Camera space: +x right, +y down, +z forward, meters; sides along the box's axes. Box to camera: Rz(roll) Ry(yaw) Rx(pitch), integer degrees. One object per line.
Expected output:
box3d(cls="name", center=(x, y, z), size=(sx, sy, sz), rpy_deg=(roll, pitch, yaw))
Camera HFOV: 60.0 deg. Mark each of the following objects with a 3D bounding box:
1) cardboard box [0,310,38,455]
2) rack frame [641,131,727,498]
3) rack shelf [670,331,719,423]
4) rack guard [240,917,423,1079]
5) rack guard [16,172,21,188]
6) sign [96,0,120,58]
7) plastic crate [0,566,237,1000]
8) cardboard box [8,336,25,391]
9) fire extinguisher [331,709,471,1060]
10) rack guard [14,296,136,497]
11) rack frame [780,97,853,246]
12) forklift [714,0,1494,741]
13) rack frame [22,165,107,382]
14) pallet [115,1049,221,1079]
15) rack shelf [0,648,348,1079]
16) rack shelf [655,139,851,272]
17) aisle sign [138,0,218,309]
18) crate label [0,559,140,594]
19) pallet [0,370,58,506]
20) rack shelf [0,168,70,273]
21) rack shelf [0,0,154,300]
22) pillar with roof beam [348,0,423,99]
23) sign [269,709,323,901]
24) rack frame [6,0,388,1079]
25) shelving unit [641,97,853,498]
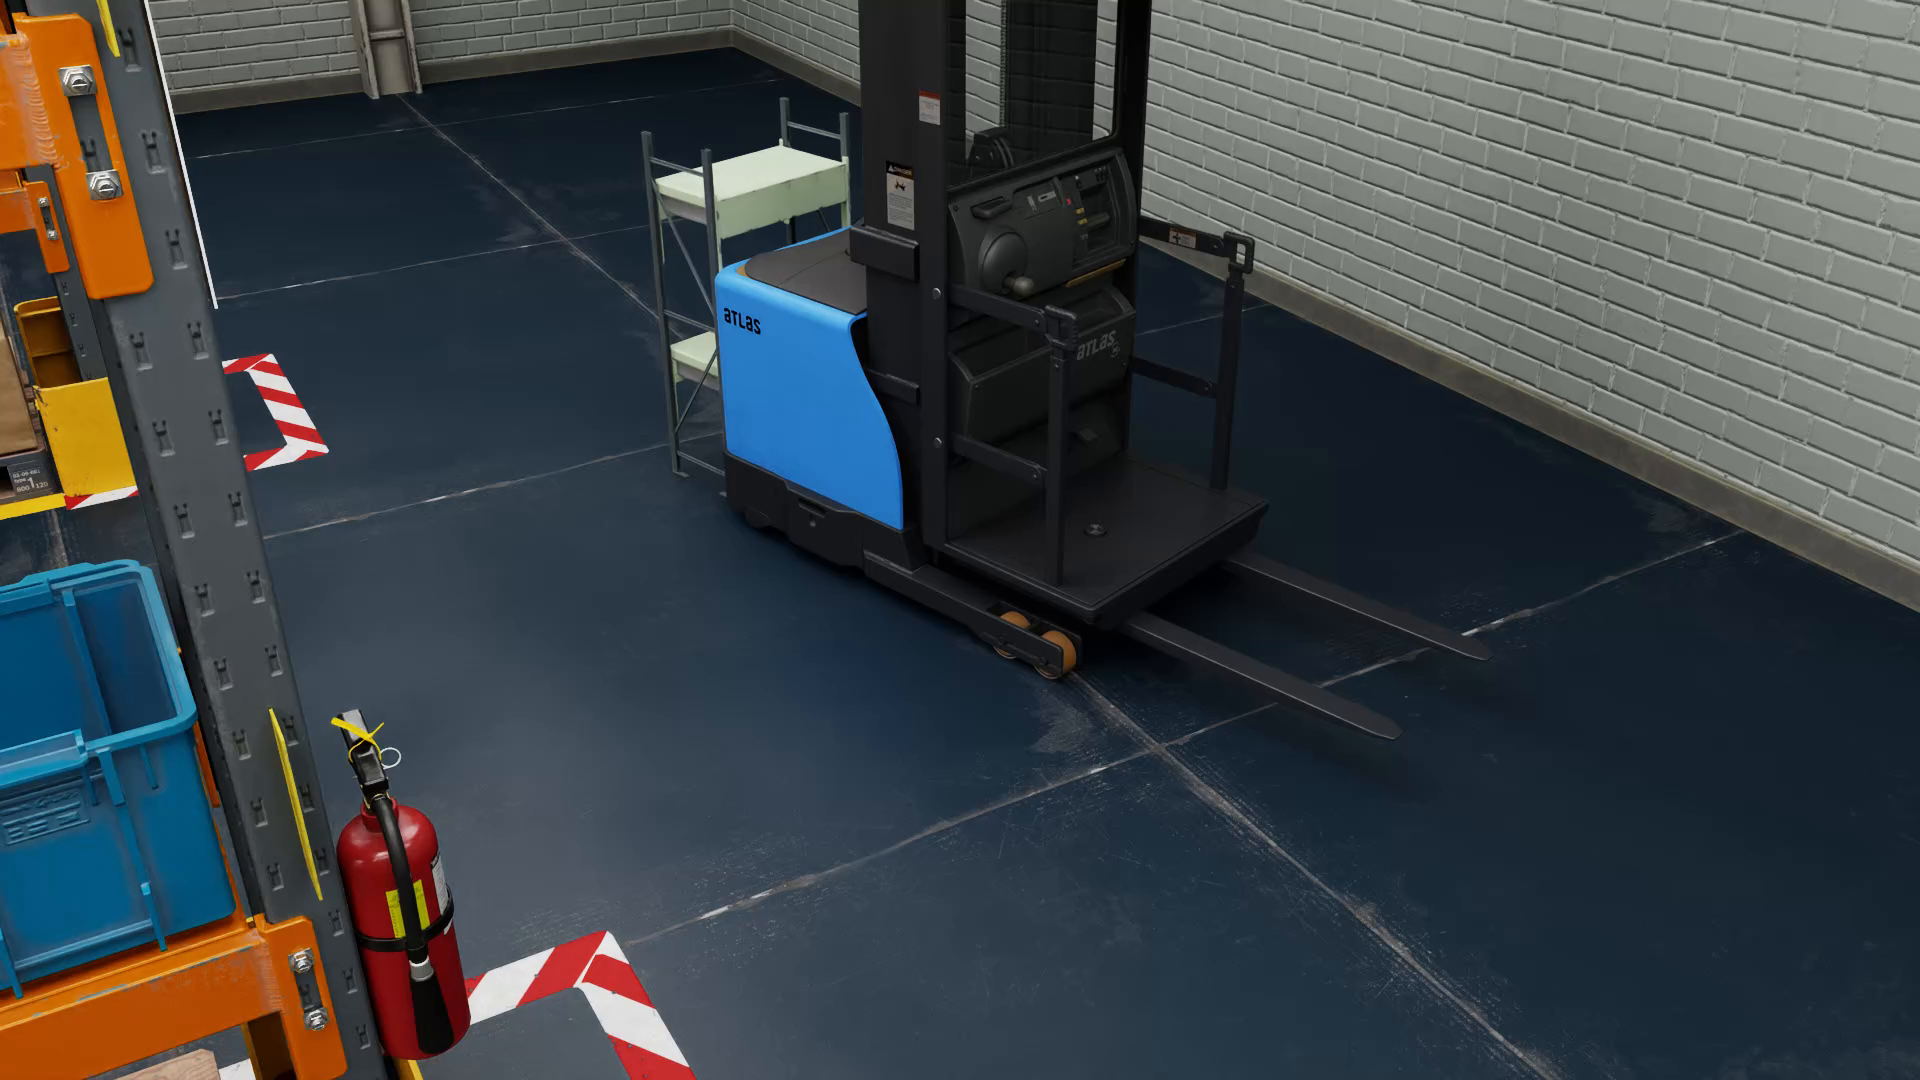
box3d(cls="cardboard box", center=(-4.219, -0.649, 6.954), size=(0.500, 0.500, 0.500), rpy_deg=(-16, 33, -26))
box3d(cls="rack frame", center=(-1.103, -0.891, 6.812), size=(0.400, 1.500, 0.023), rpy_deg=(24, 37, 36))
box3d(cls="rack shelf", center=(-0.856, -0.736, 7.206), size=(0.431, 0.370, 0.720), rpy_deg=(24, 37, 36))
box3d(cls="rack guard", center=(-1.354, 1.361, 3.767), size=(0.348, 0.500, 1.175), rpy_deg=(-16, 33, -26))
box3d(cls="rack guard", center=(-6.367, -2.761, 11.235), size=(0.348, 0.500, 1.175), rpy_deg=(-16, 33, -26))
box3d(cls="sign", center=(-1.076, -0.765, 2.035), size=(0.005, 0.325, 0.100), rpy_deg=(-16, 33, -26))
box3d(cls="plastic crate", center=(-1.563, 0.396, 2.830), size=(0.499, 0.435, 0.616), rpy_deg=(-16, 33, -26))
box3d(cls="cardboard box", center=(-4.410, -0.772, 7.539), size=(0.250, 0.149, 0.380), rpy_deg=(-16, 33, -26))
box3d(cls="fire extinguisher", center=(-1.008, 0.627, 2.975), size=(0.183, 0.674, 0.296), rpy_deg=(-16, 33, -26))
box3d(cls="rack guard", center=(-3.940, -0.674, 7.453), size=(0.348, 0.500, 1.175), rpy_deg=(-16, 33, -26))
box3d(cls="rack frame", center=(-0.609, -1.152, 7.285), size=(0.400, 1.500, 0.023), rpy_deg=(24, 37, 36))
box3d(cls="forklift", center=(0.459, -1.080, 5.674), size=(3.031, 2.935, 1.130), rpy_deg=(24, 37, 36))
box3d(cls="rack frame", center=(-3.875, -1.787, 6.883), size=(0.127, 3.000, 1.000), rpy_deg=(-16, 33, -26))
box3d(cls="pallet", center=(-2.099, 1.684, 3.480), size=(1.213, 0.211, 1.003), rpy_deg=(-16, 33, -26))
box3d(cls="rack shelf", center=(-3.093, 1.082, 2.429), size=(4.000, 0.370, 1.077), rpy_deg=(-16, 33, -26))
box3d(cls="rack shelf", center=(-0.856, -1.363, 6.860), size=(0.431, 0.370, 0.720), rpy_deg=(24, 37, 36))
box3d(cls="aisle sign", center=(-1.158, -0.756, 2.325), size=(0.004, 0.787, 0.394), rpy_deg=(-16, 33, -26))
box3d(cls="crate label", center=(-1.748, 0.248, 3.307), size=(0.303, 0.233, 0.416), rpy_deg=(-16, 33, -26))
box3d(cls="pallet", center=(-4.627, -0.352, 7.169), size=(1.213, 0.211, 1.003), rpy_deg=(-16, 33, -26))
box3d(cls="rack shelf", center=(-5.599, -0.982, 6.170), size=(4.000, 0.370, 1.077), rpy_deg=(-16, 33, -26))
box3d(cls="rack shelf", center=(-3.093, -0.231, 1.704), size=(4.000, 0.370, 1.077), rpy_deg=(-16, 33, -26))
box3d(cls="pillar with roof beam", center=(-2.317, -5.704, 7.772), size=(0.400, 9.000, 9.100), rpy_deg=(-16, 33, -26))
box3d(cls="sign", center=(-1.076, 0.431, 2.695), size=(0.005, 0.325, 0.100), rpy_deg=(-16, 33, -26))
box3d(cls="rack frame", center=(-1.369, 0.278, 3.142), size=(0.127, 3.000, 1.000), rpy_deg=(-16, 33, -26))
box3d(cls="shelving unit", center=(-0.856, -1.021, 7.049), size=(0.431, 1.500, 0.755), rpy_deg=(24, 37, 36))
